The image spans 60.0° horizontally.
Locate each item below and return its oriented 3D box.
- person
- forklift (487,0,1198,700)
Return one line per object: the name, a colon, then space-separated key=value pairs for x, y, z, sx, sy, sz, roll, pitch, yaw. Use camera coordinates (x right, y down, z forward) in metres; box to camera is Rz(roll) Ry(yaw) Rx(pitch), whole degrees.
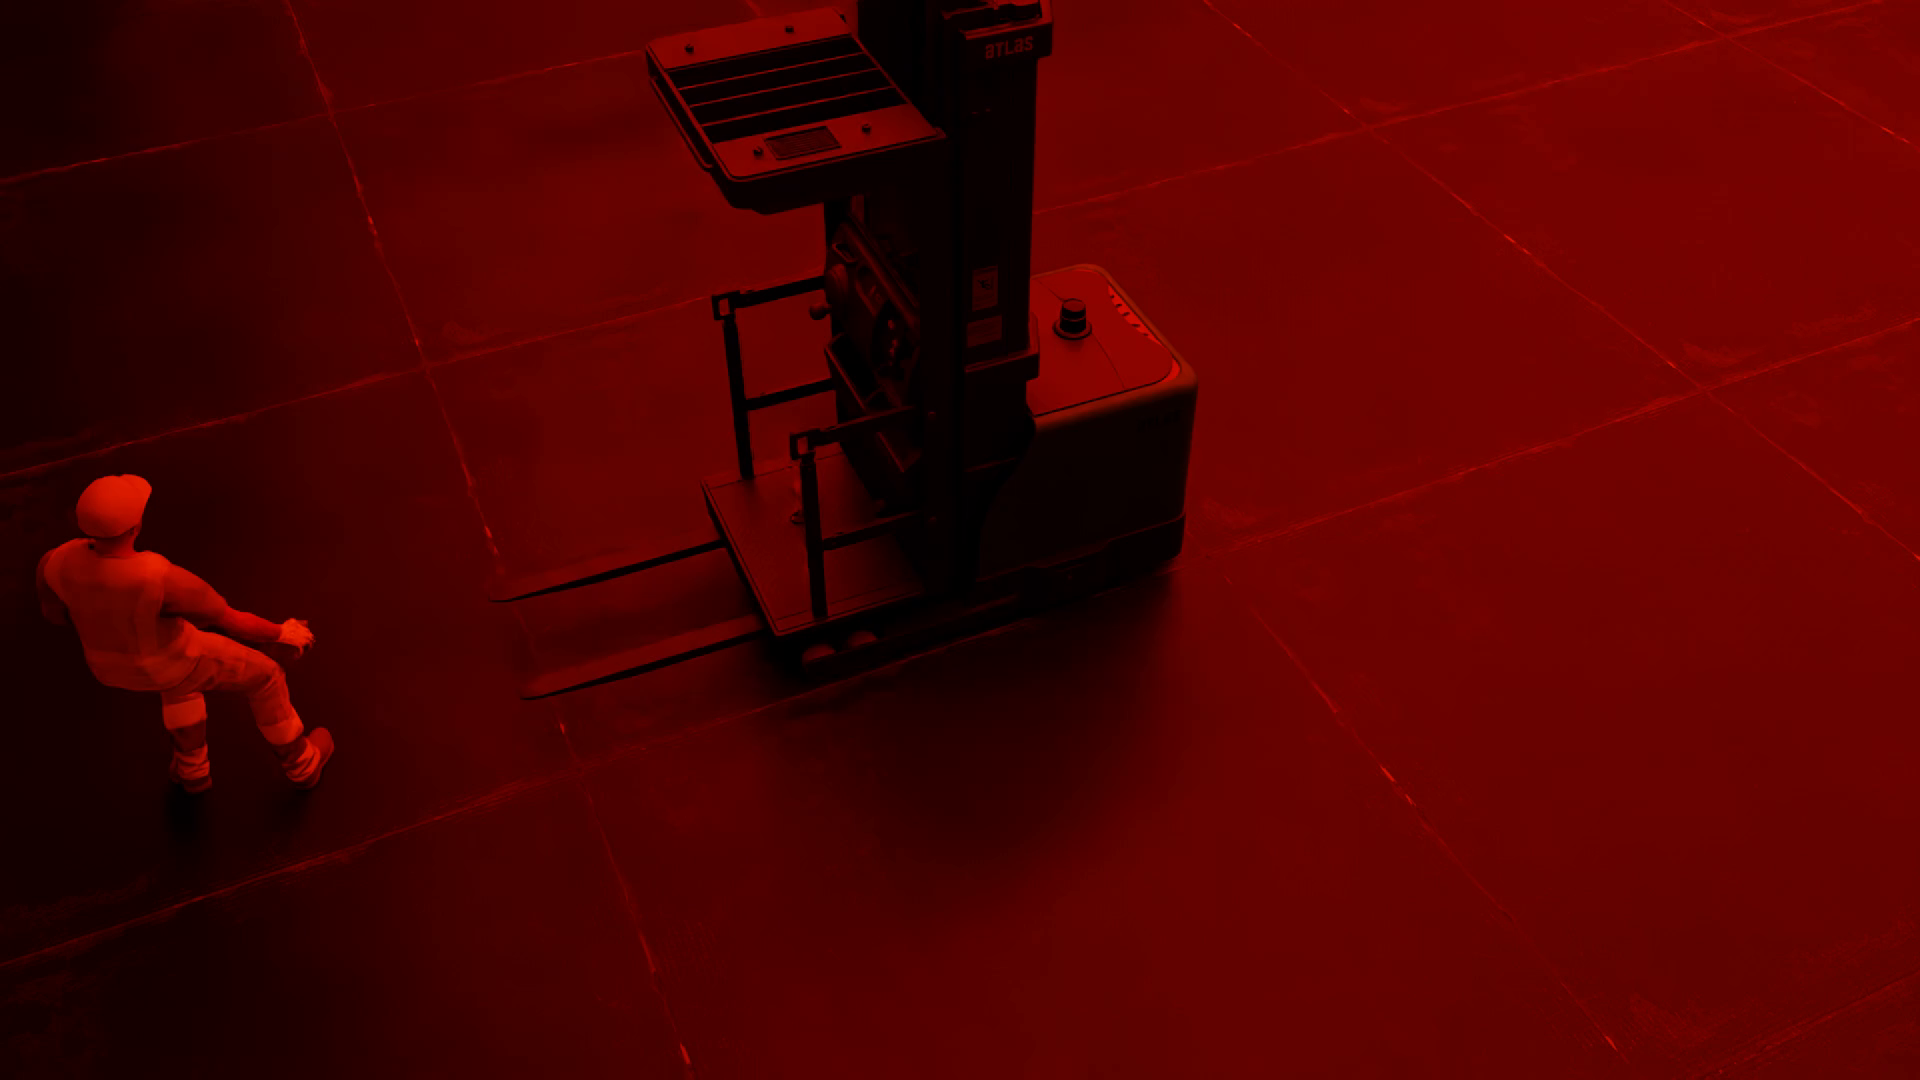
person: x=-2.894 y=0.365 z=6.209 sx=0.859 sy=1.688 sz=0.524 roll=4 pitch=43 yaw=5
forklift: x=-0.540 y=-0.876 z=6.619 sx=3.031 sy=2.935 sz=1.130 roll=-16 pitch=45 yaw=-17
